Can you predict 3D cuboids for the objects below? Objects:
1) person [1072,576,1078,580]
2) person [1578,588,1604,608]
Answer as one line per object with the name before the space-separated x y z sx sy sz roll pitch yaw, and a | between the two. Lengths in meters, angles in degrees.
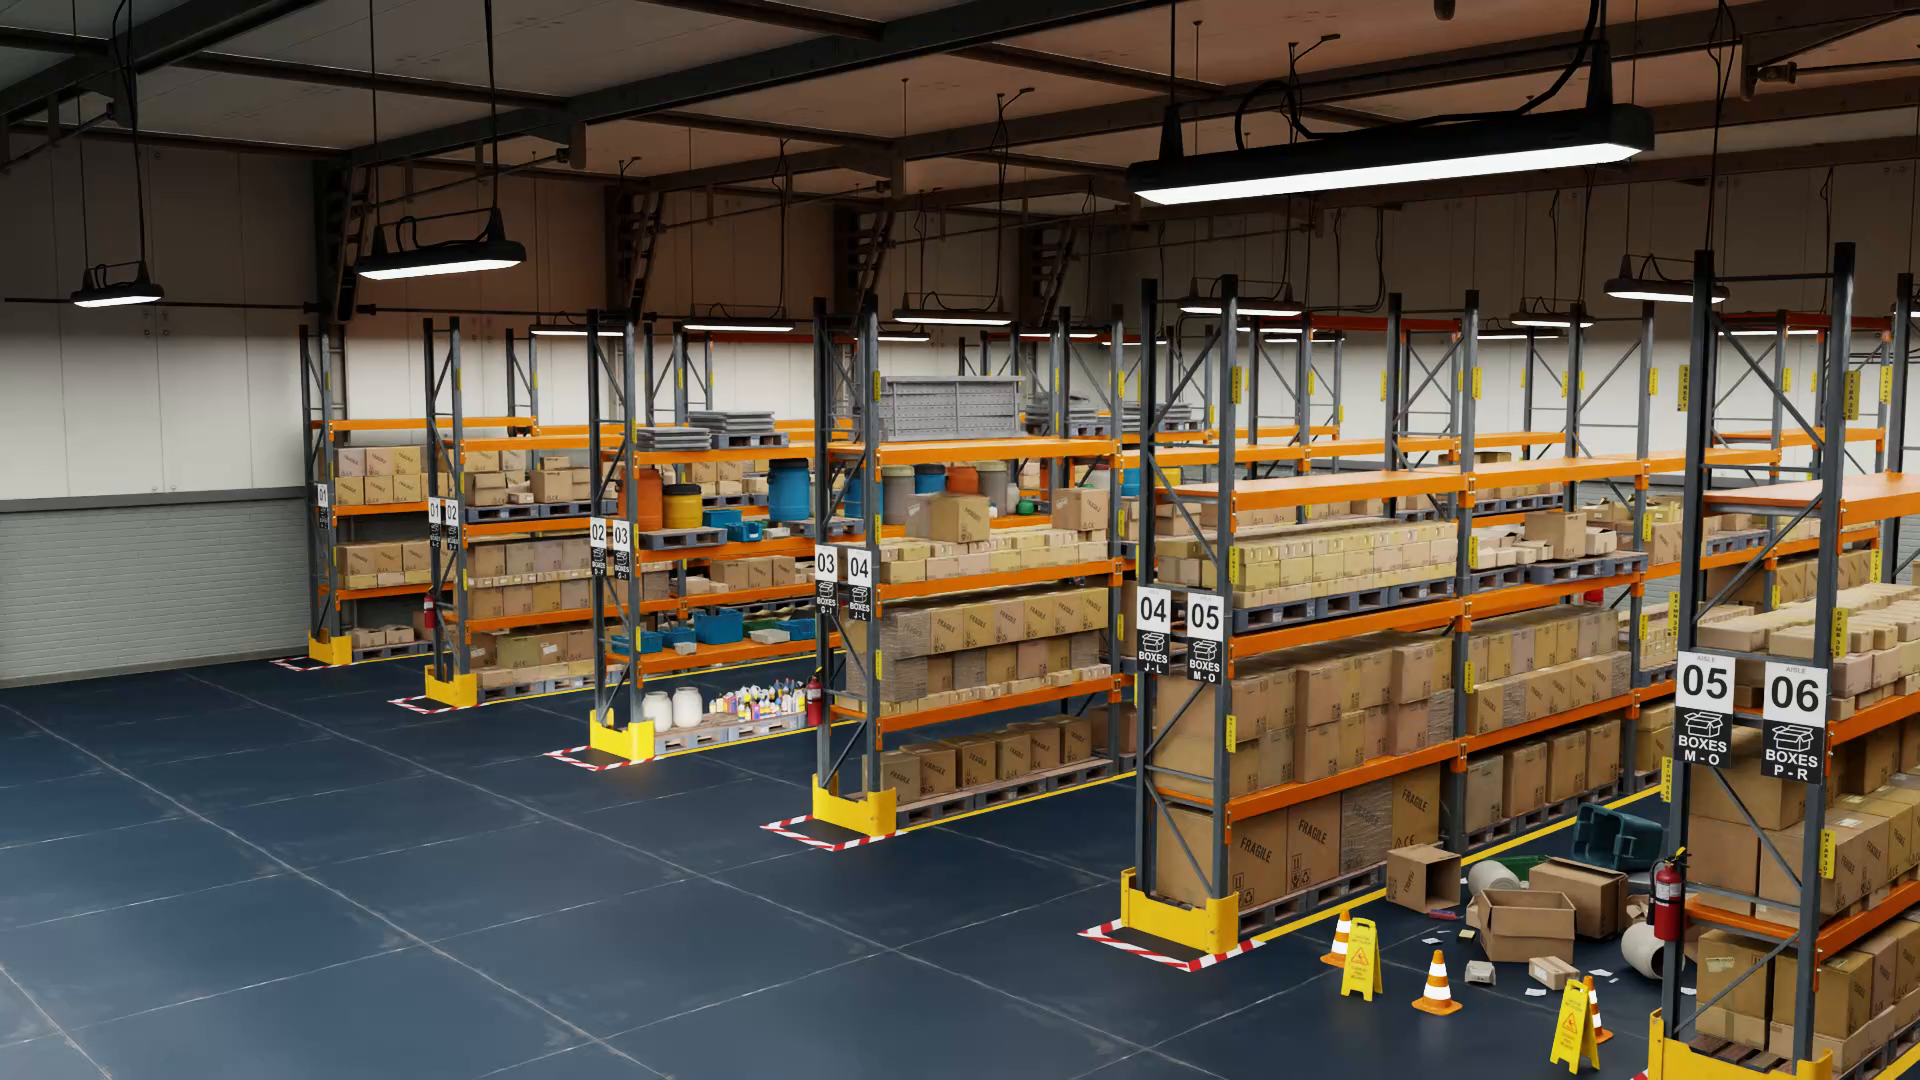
person | 2.589 0.376 38.818 0.621 1.809 0.566 2 6 20
person | 11.459 1.239 30.281 0.587 1.717 0.640 -3 6 -26
